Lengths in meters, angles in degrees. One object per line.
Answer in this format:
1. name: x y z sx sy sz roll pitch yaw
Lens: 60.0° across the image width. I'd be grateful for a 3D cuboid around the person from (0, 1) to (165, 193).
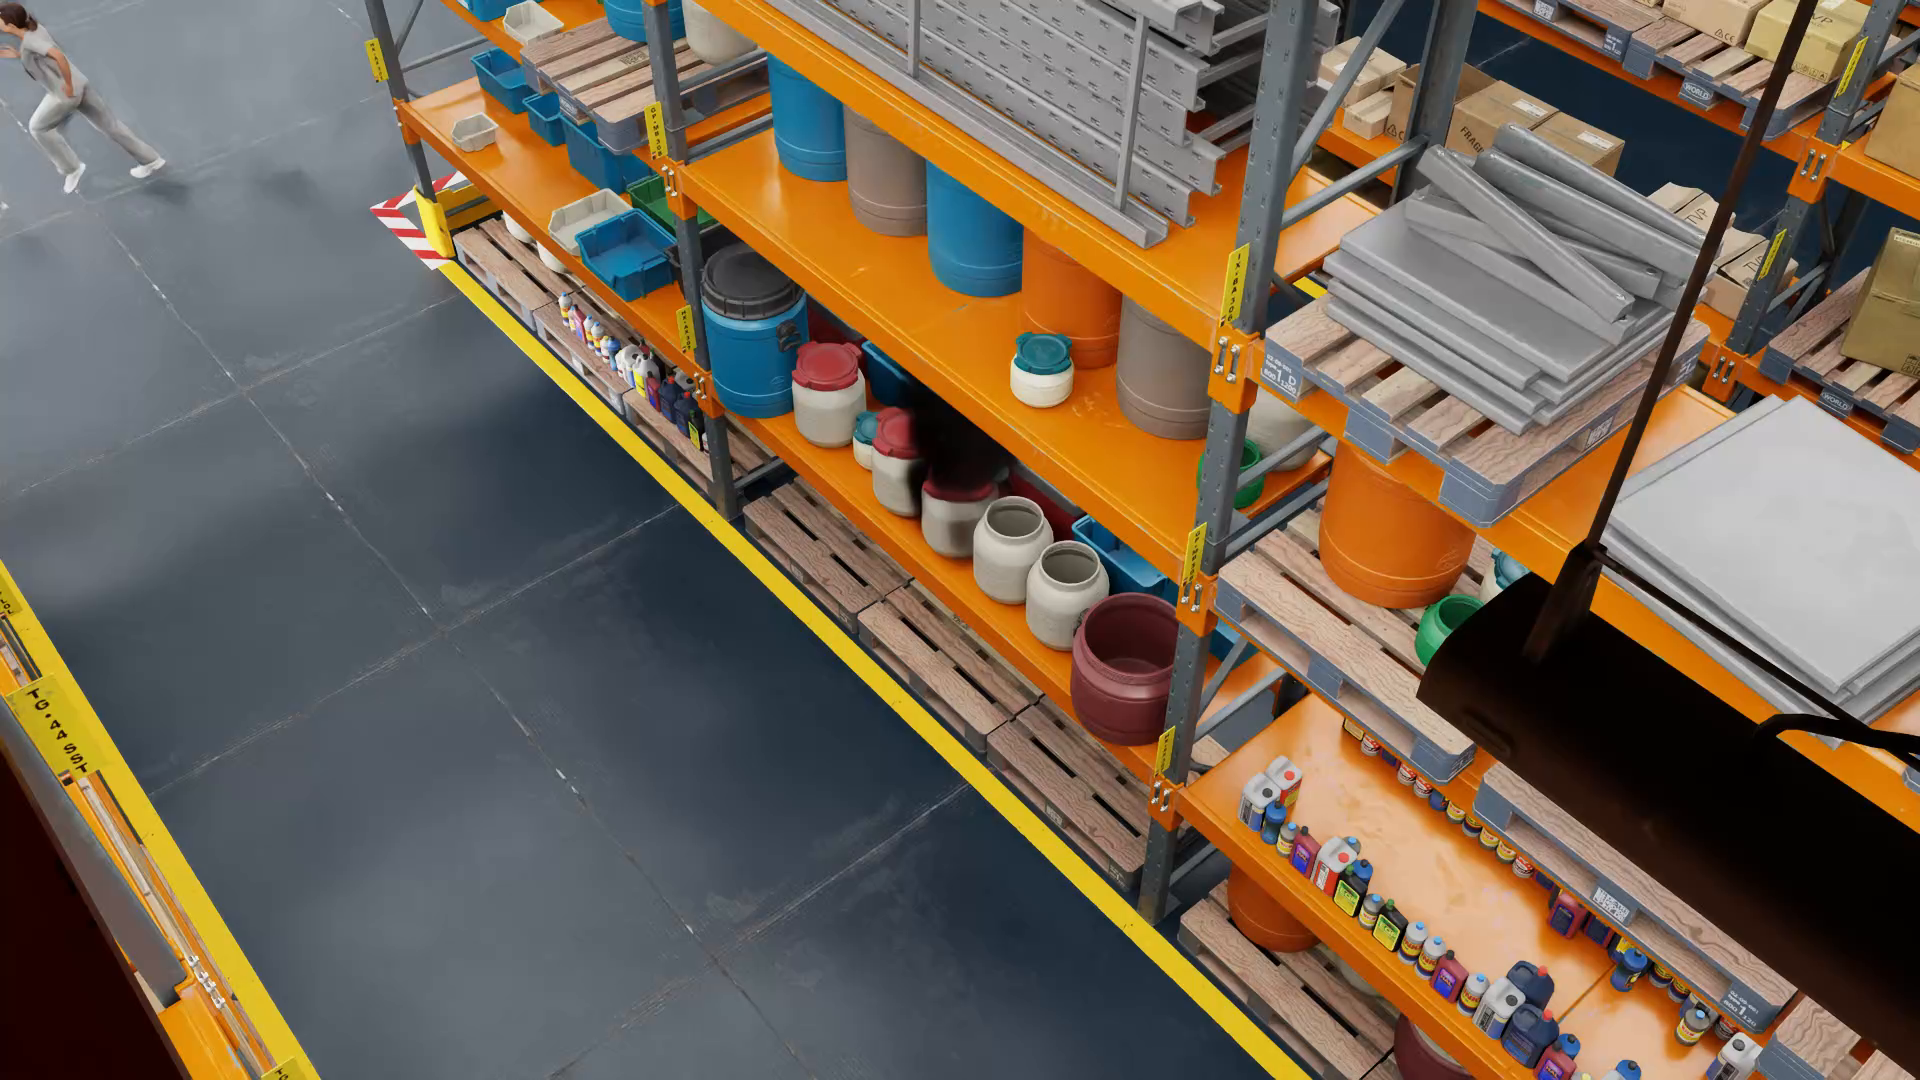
1. person: -7.006 -3.519 13.190 0.915 1.652 0.560 -5 47 -5
